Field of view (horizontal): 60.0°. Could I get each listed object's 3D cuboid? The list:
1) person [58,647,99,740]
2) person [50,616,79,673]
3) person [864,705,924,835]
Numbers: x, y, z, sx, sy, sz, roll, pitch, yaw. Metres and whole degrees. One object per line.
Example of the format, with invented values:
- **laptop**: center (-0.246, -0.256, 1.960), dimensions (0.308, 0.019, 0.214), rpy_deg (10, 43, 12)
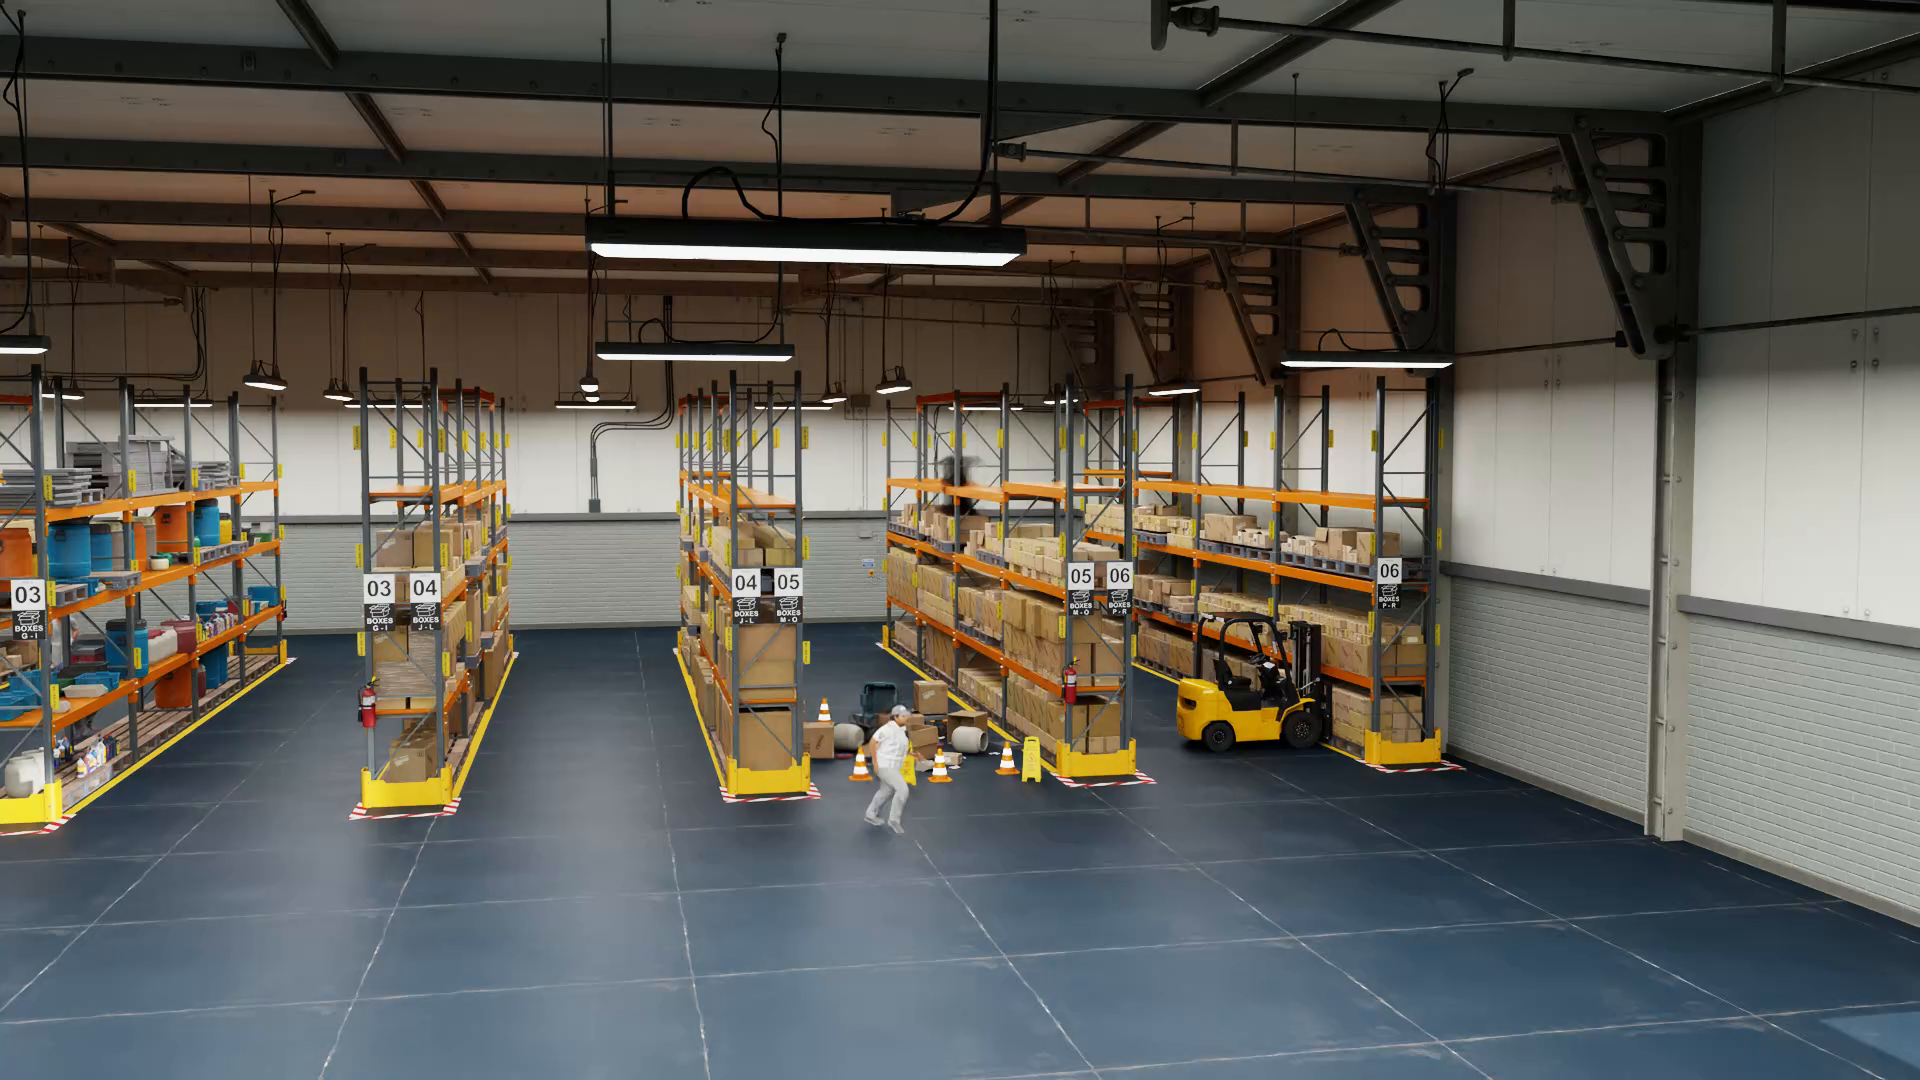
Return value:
- **person**: center (-14.840, 2.561, 27.966), dimensions (0.558, 1.577, 0.715), rpy_deg (-1, 4, -21)
- **person**: center (-18.251, 2.141, 33.753), dimensions (0.670, 1.714, 0.705), rpy_deg (-2, 4, -27)
- **person**: center (-0.908, 2.937, 21.300), dimensions (0.829, 1.672, 0.560), rpy_deg (2, 4, 24)
